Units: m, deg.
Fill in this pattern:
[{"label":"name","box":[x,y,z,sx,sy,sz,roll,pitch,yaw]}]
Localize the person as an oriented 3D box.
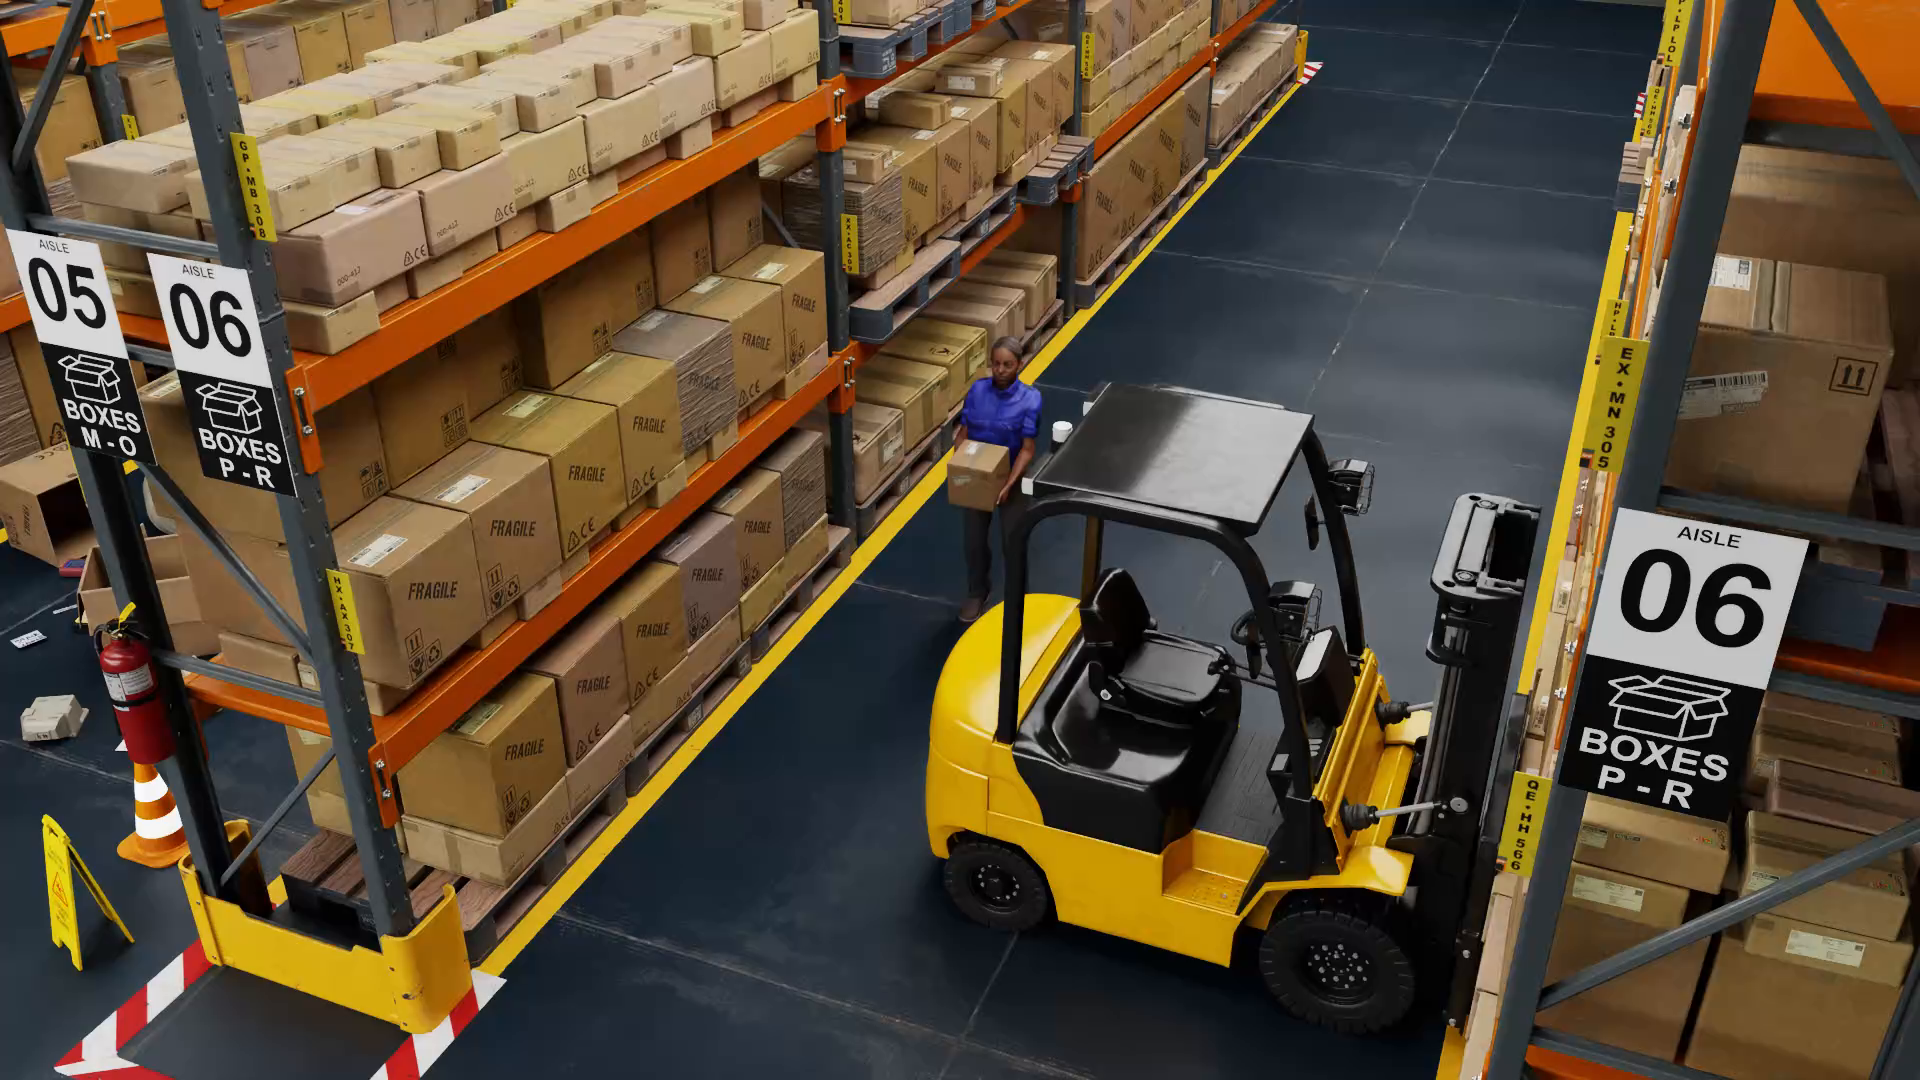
[{"label":"person","box":[0.171,-0.268,8.874,0.451,1.649,0.514,12,32,20]}]
